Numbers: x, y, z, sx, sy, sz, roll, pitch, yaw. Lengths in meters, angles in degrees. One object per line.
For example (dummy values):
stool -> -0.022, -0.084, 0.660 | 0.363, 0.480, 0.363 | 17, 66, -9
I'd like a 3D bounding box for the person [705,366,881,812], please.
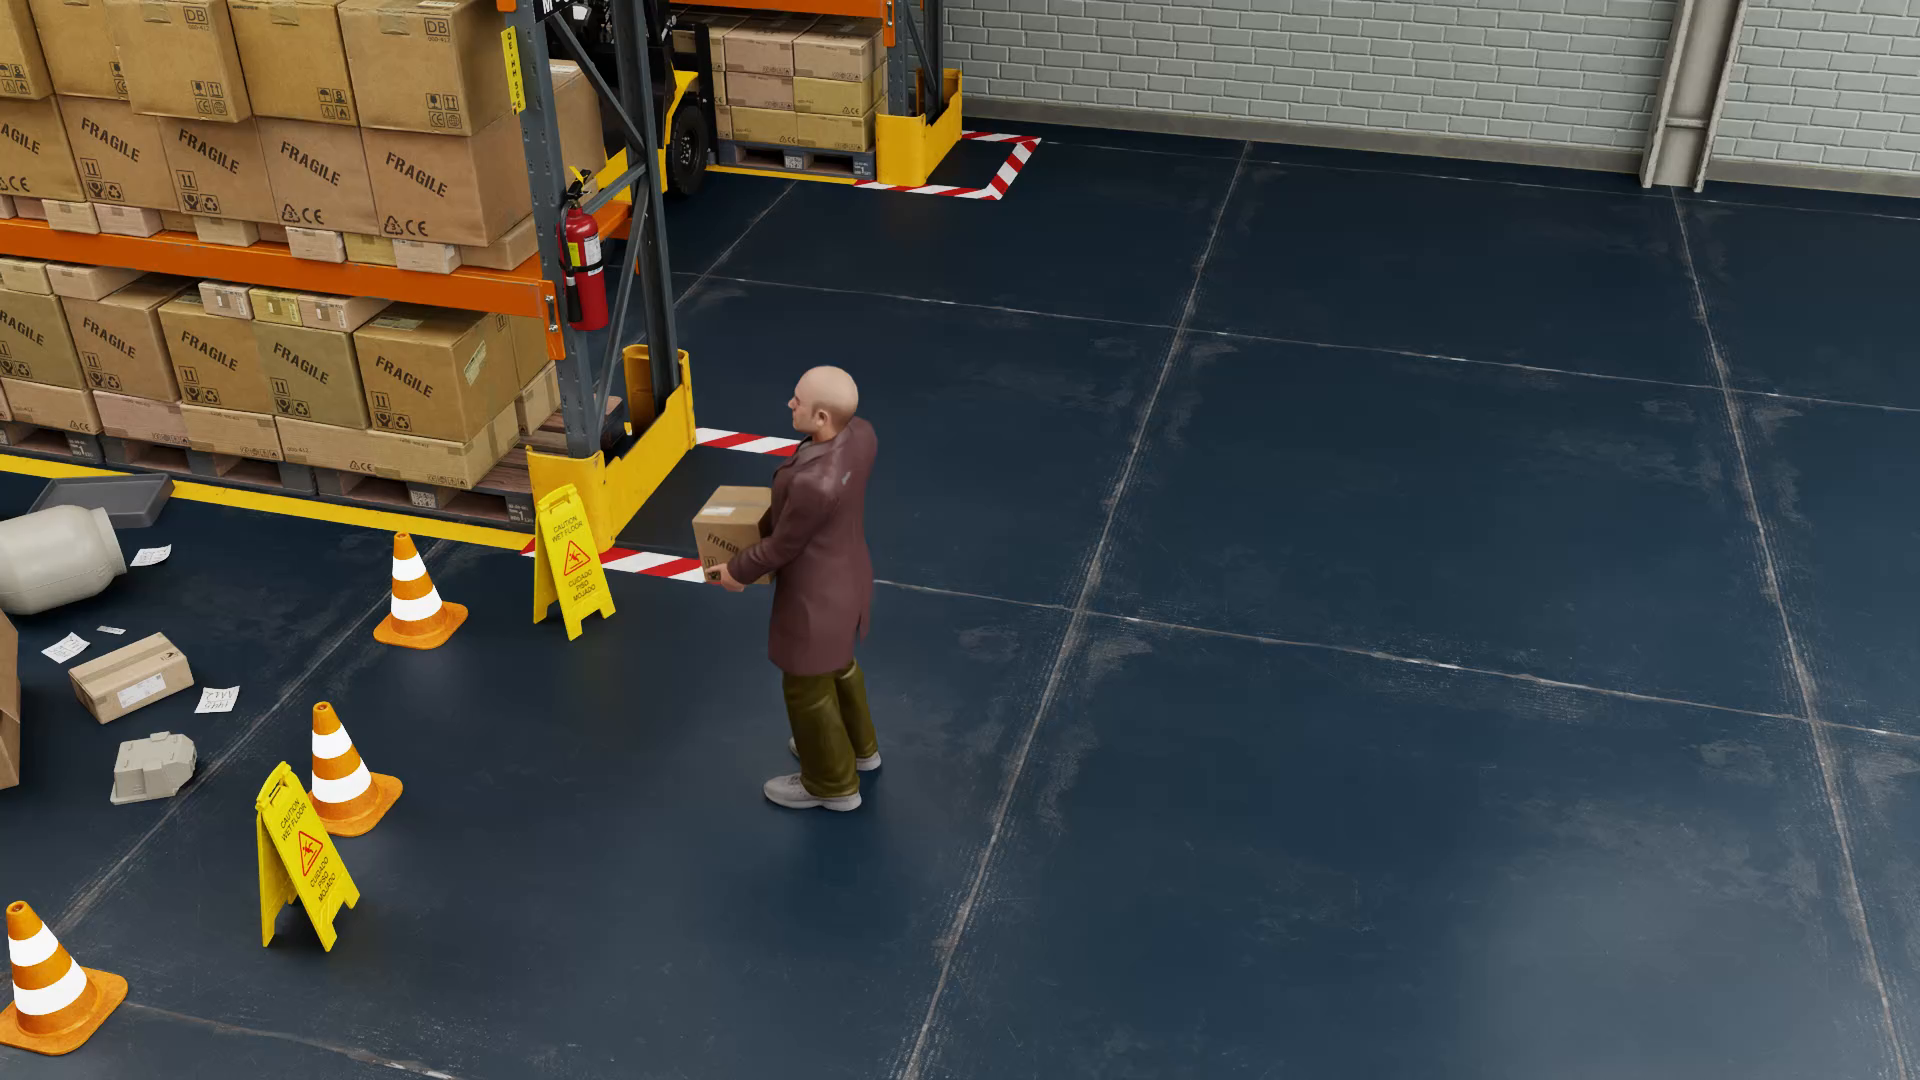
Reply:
person -> -0.589, 0.163, 5.901 | 0.558, 1.773, 0.528 | 9, 33, 13
